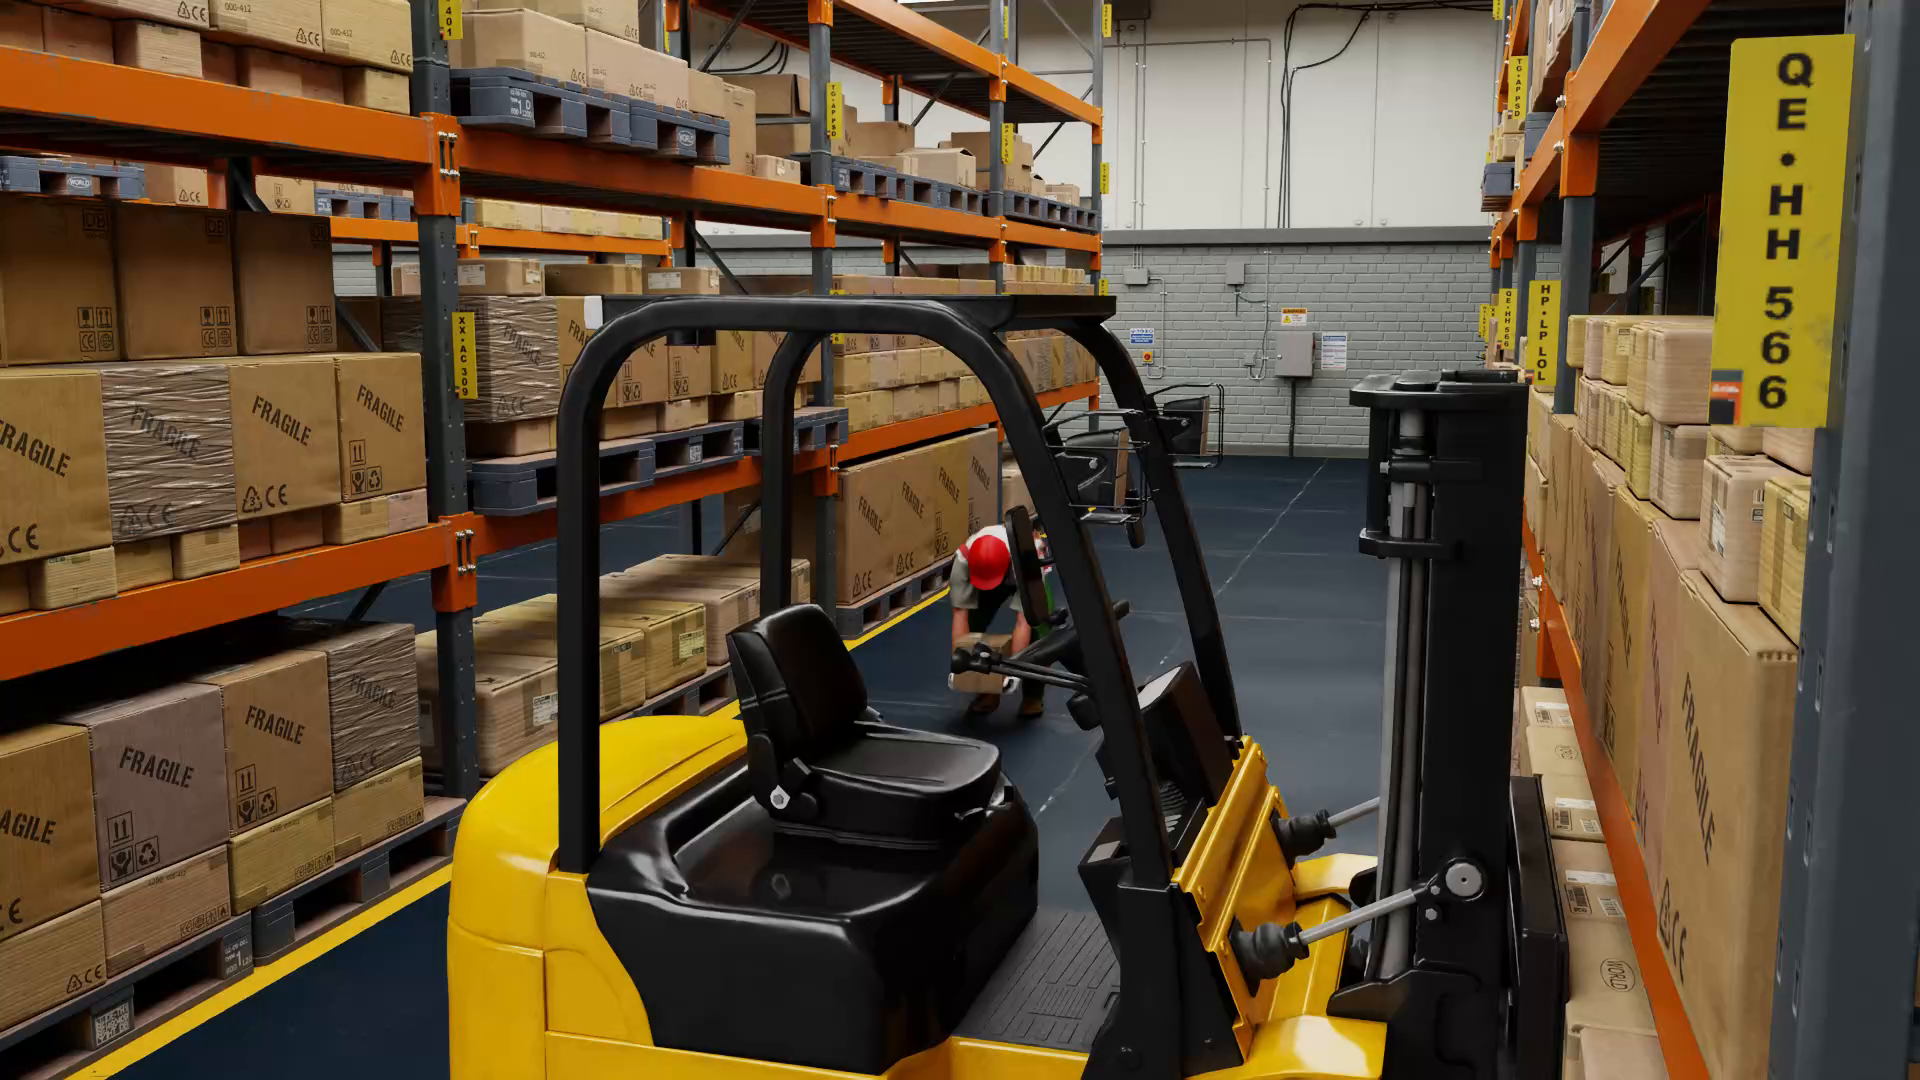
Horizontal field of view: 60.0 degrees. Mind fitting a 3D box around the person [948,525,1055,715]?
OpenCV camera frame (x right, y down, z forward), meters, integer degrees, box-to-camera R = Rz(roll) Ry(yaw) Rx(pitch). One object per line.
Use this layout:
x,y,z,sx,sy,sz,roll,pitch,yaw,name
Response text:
0.214,0.423,8.534,0.533,1.011,0.958,2,8,13,person
